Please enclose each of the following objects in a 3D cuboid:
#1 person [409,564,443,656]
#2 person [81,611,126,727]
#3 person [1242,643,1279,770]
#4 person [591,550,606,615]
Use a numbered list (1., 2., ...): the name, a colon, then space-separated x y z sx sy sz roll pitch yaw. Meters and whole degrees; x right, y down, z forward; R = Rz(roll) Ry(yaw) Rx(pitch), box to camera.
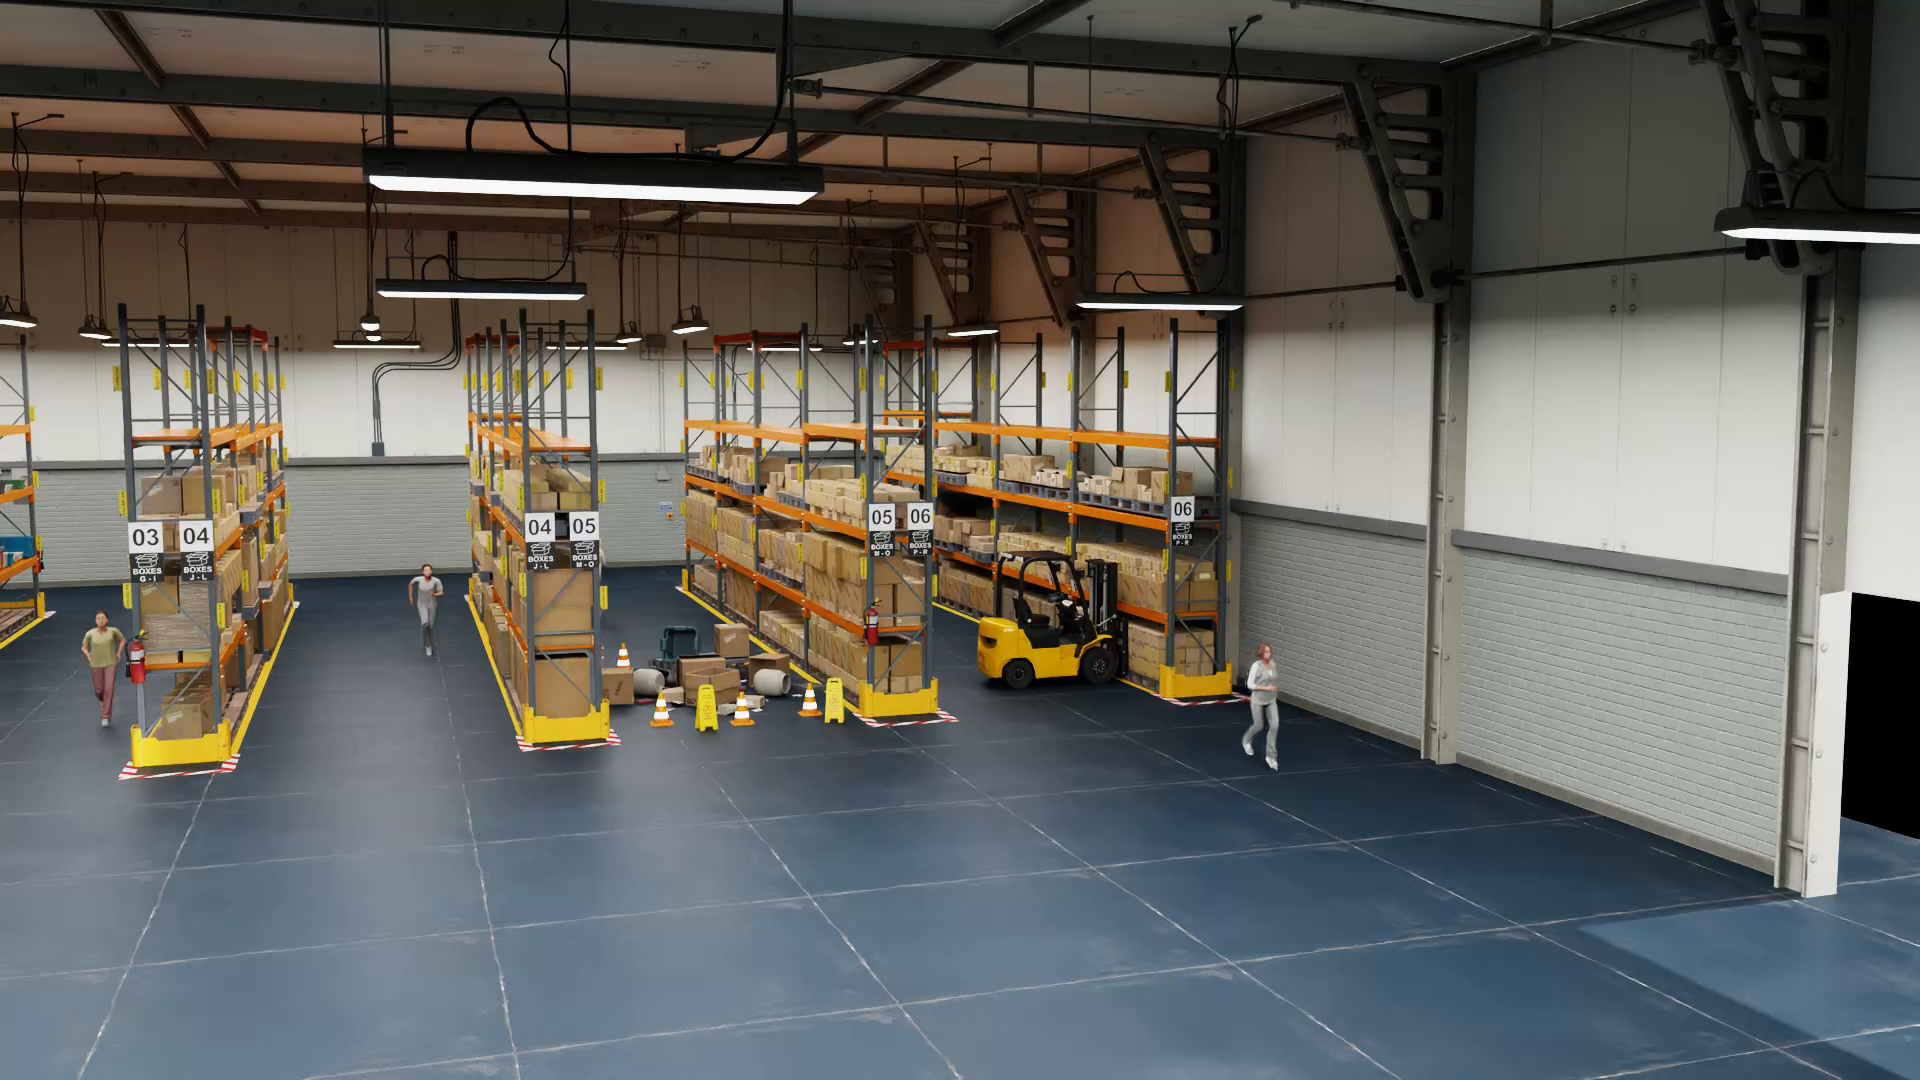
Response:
1. person: -9.838 1.270 30.685 0.586 1.692 0.832 -2 6 -21
2. person: -12.626 1.865 24.538 0.579 1.665 0.863 -2 6 -24
3. person: 3.945 2.159 21.802 0.562 1.656 0.789 -3 6 -26
4. person: -7.978 0.734 35.837 0.669 1.734 0.618 -2 6 -20
